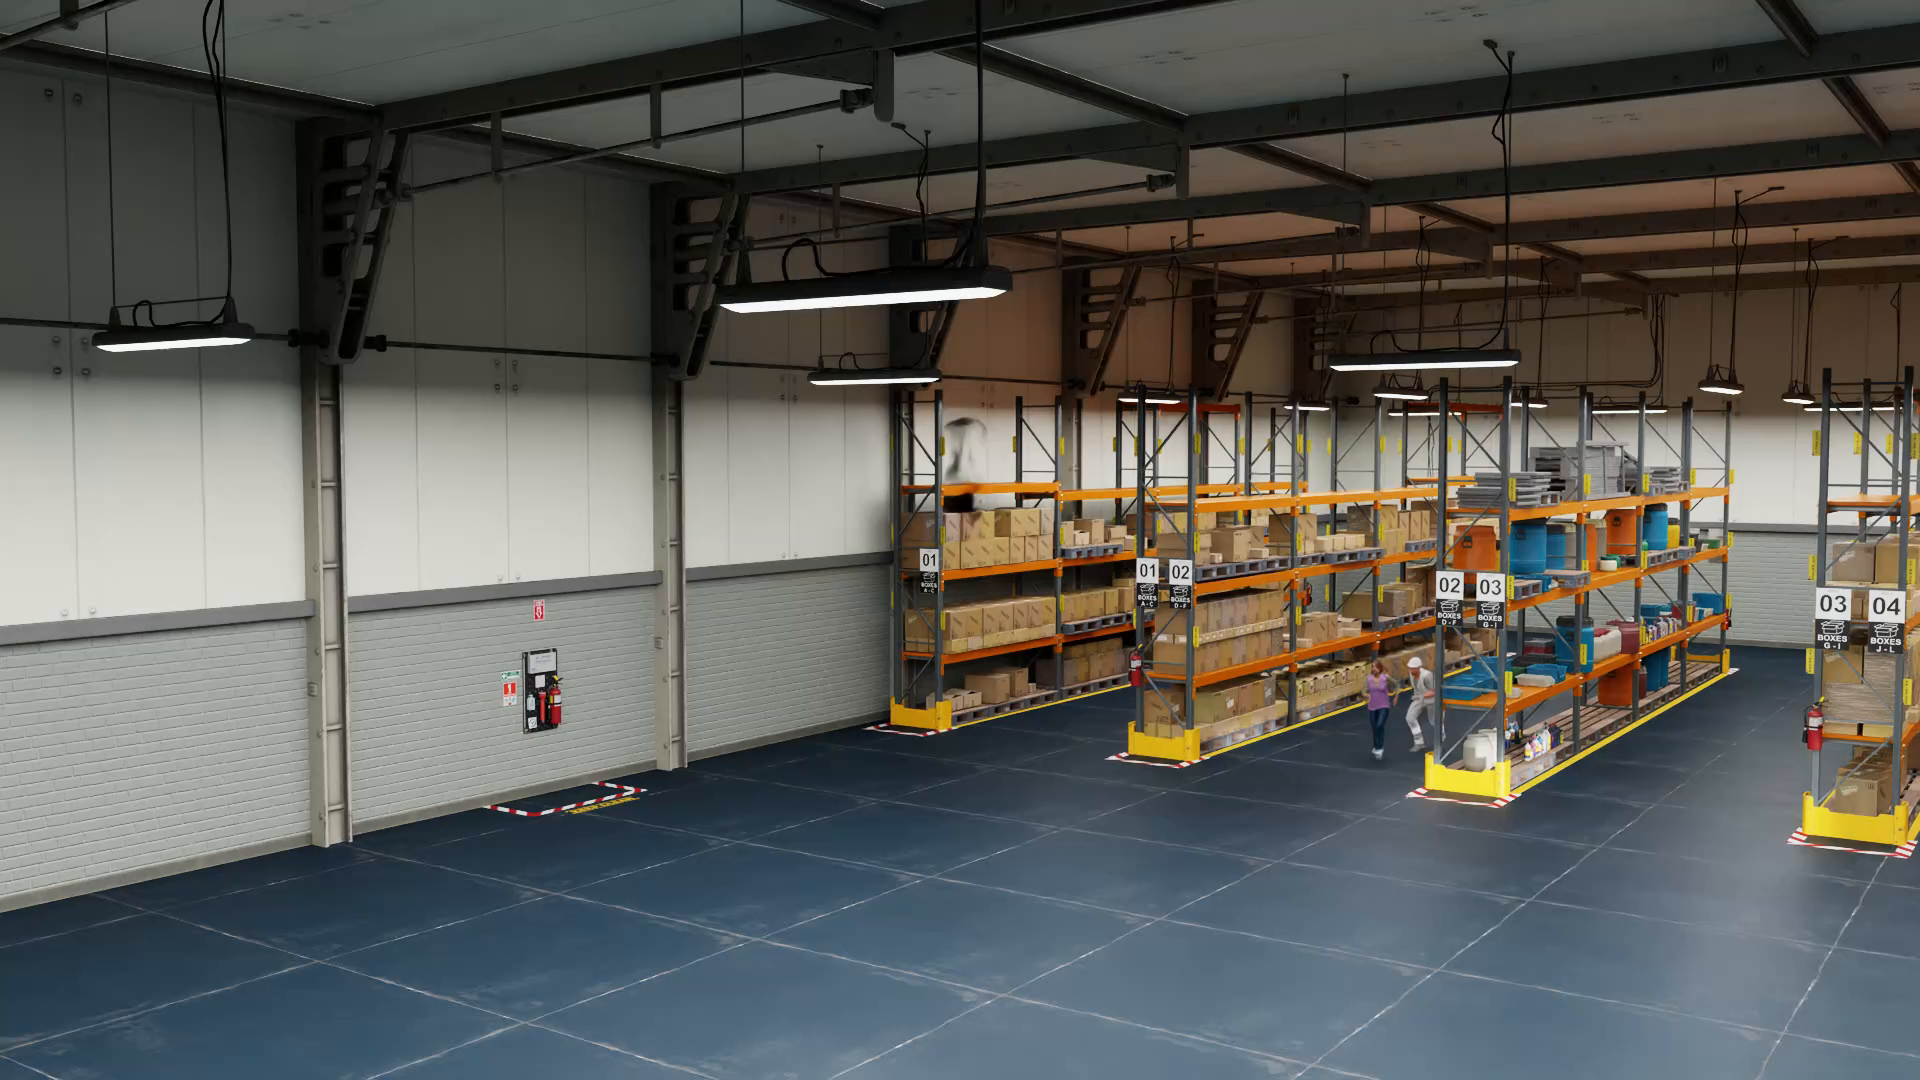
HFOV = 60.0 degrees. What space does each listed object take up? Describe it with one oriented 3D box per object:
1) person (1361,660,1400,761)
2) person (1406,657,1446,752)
[{"bbox_3d":[6.692,2.705,26.526,0.545,1.589,0.813,2,4,30],"label":"person"},{"bbox_3d":[7.676,2.668,27.288,1.133,1.576,0.682,-2,4,-36],"label":"person"}]
